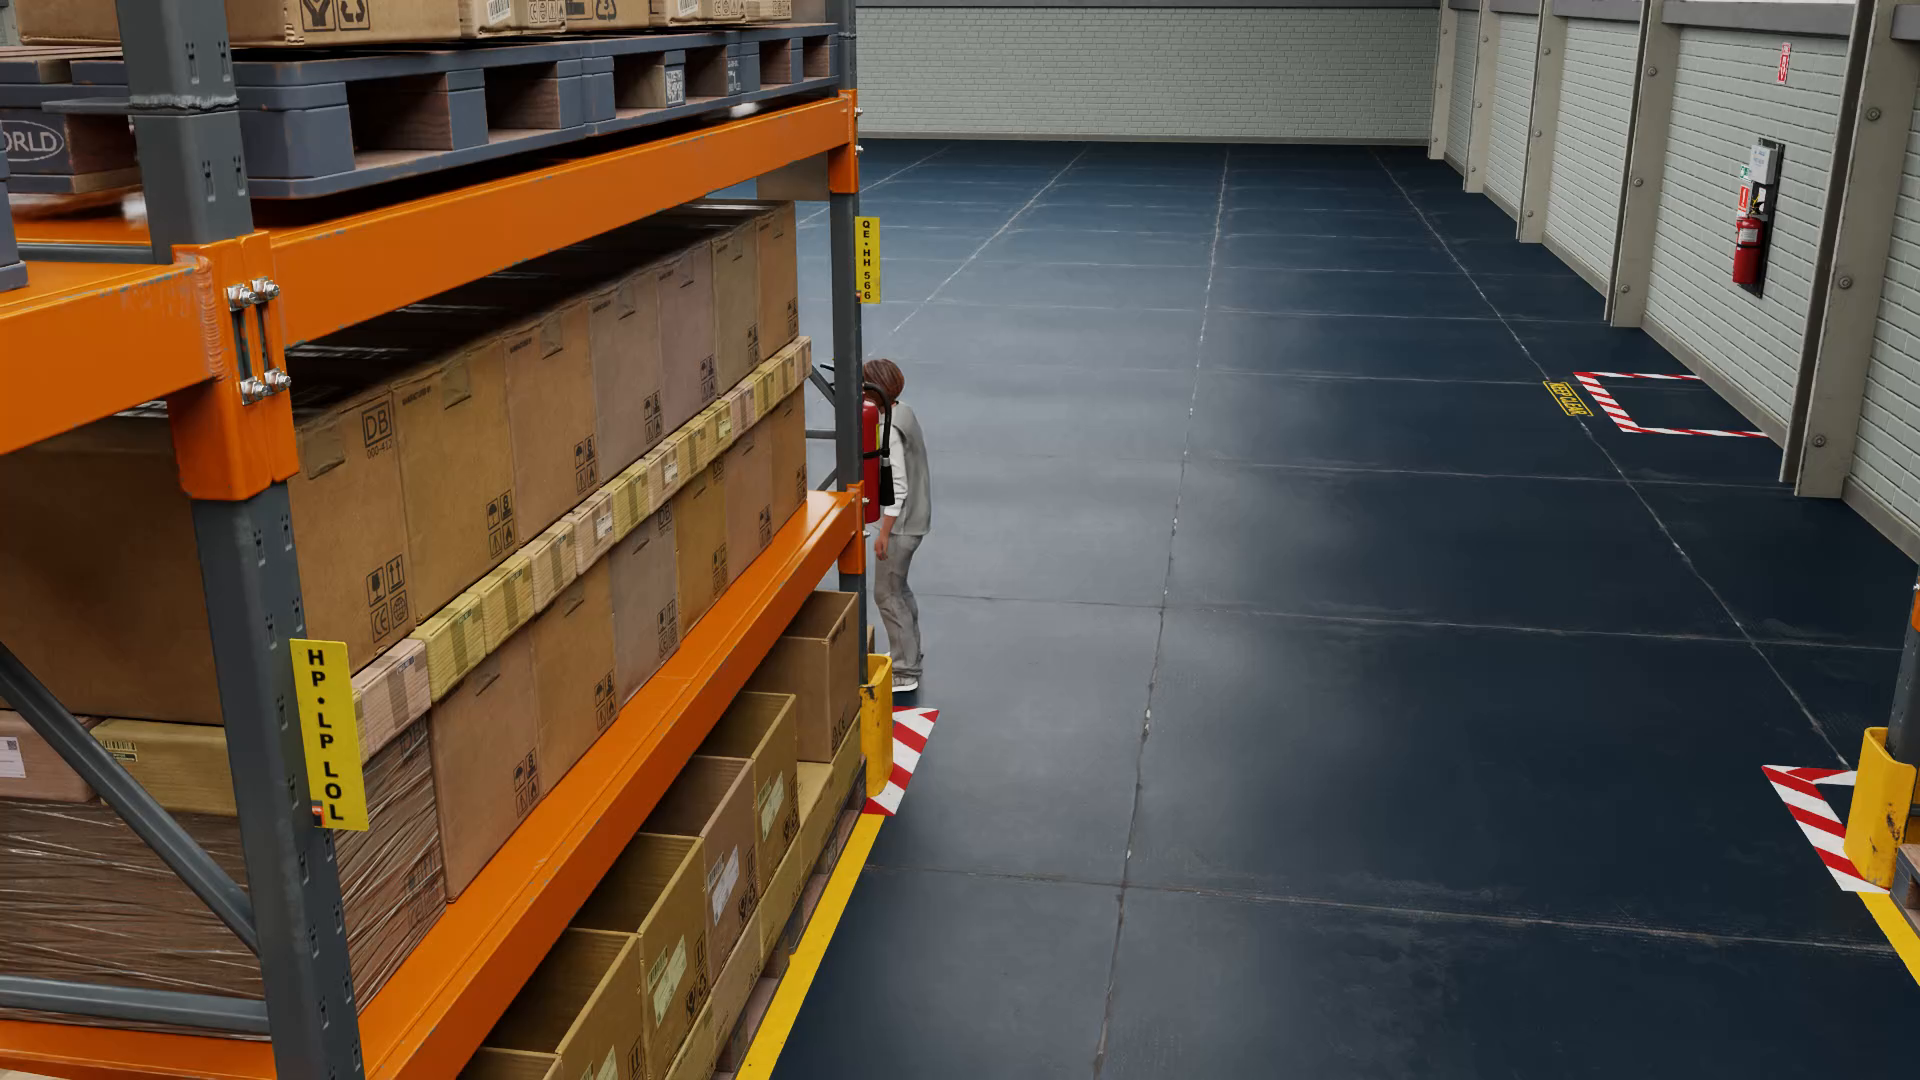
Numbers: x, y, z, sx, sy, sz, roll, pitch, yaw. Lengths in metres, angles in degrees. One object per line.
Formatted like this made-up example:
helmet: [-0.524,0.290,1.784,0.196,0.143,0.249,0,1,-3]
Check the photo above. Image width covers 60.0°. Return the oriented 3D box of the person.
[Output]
person: [-0.306,-0.067,7.778,0.346,1.593,0.480,1,18,3]
